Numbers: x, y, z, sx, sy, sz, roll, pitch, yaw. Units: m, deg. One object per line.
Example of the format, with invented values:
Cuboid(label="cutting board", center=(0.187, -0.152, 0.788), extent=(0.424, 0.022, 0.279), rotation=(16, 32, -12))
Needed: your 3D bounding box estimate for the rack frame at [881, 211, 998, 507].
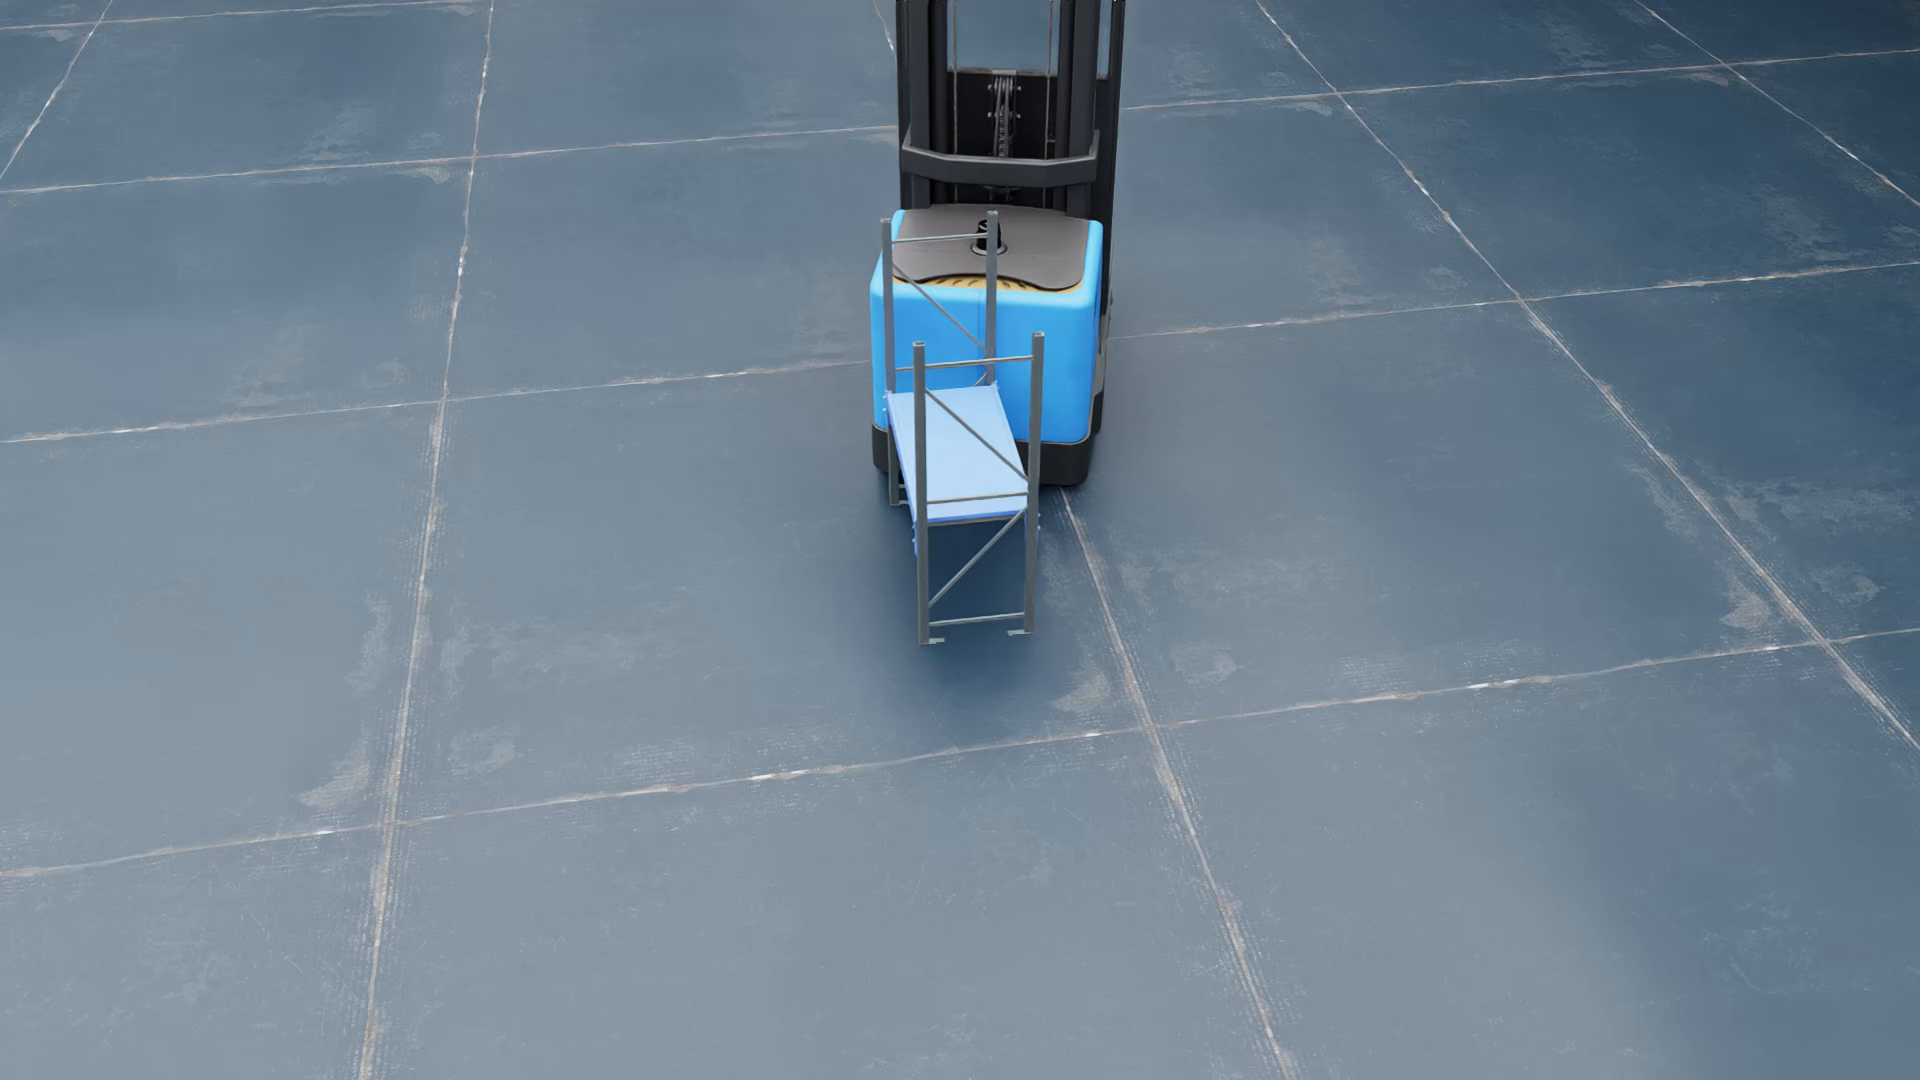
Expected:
Cuboid(label="rack frame", center=(-0.088, -0.784, 7.536), extent=(0.500, 1.500, 0.032), rotation=(-6, 38, -7))

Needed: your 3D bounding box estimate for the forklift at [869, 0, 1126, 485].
Cuboid(label="forklift", center=(0.268, -2.315, 8.341), extent=(1.130, 2.935, 3.031), rotation=(4, 38, 6))

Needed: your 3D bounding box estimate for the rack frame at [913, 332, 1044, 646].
Cuboid(label="rack frame", center=(0.071, -0.168, 6.744), extent=(0.500, 1.500, 0.032), rotation=(-6, 38, -7))

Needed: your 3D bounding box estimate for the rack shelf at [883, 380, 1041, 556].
Cuboid(label="rack shelf", center=(-0.009, -0.334, 7.250), extent=(0.538, 0.185, 1.000), rotation=(-6, 38, -7))

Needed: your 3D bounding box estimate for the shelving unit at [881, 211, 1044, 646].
Cuboid(label="shelving unit", center=(-0.009, -0.476, 7.140), extent=(0.538, 1.500, 1.048), rotation=(-6, 38, -7))
